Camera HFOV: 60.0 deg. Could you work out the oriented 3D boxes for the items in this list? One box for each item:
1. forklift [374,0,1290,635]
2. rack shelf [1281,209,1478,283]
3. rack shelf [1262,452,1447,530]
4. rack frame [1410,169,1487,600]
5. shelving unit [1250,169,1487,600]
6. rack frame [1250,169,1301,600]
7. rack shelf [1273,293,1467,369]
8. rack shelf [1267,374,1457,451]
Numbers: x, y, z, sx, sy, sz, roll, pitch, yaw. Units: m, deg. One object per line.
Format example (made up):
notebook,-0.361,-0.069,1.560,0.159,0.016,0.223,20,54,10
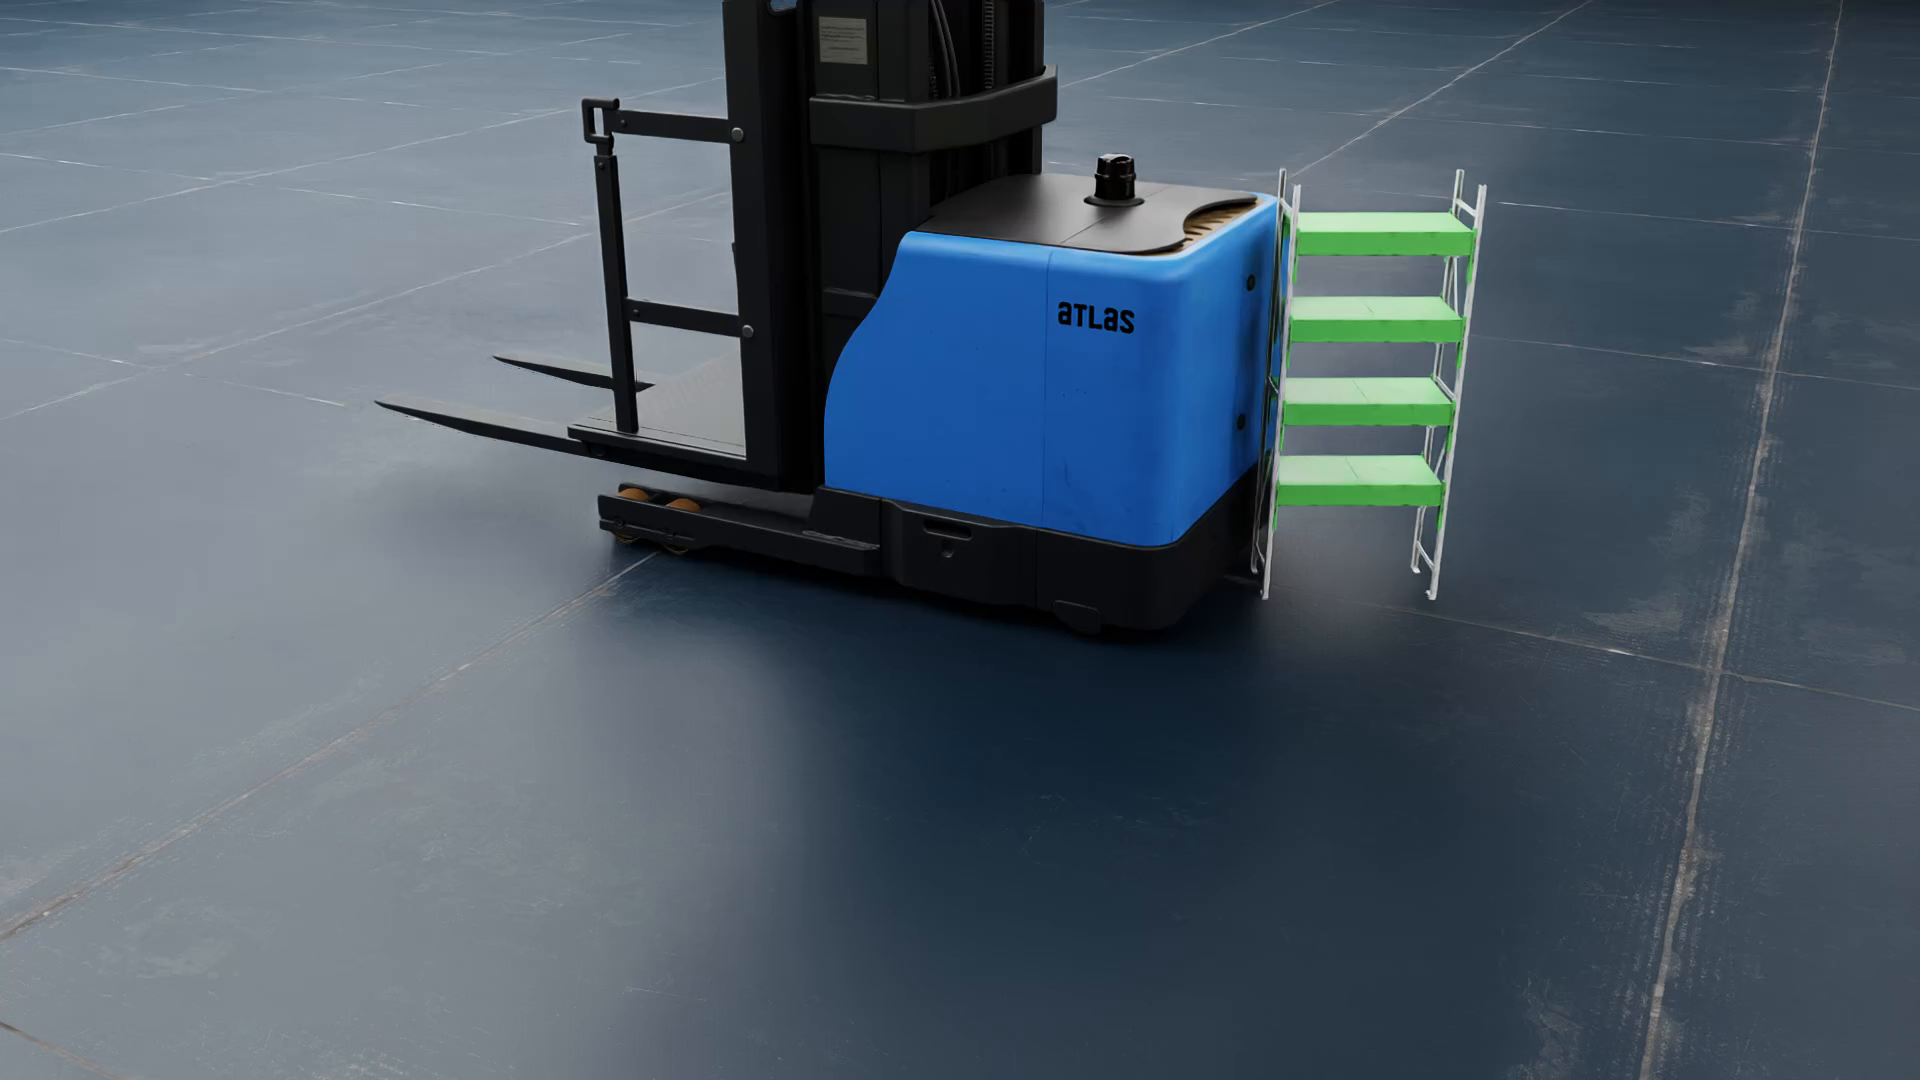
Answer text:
forklift,-0.560,-1.477,4.979,3.031,2.935,1.130,11,26,25
rack shelf,1.133,-0.807,4.550,0.480,0.148,0.258,0,23,0
rack shelf,1.133,-0.144,4.832,0.480,0.148,0.258,0,23,0
rack frame,1.377,-0.423,4.713,0.015,1.200,0.240,0,23,0
shelving unit,1.133,-0.424,4.713,0.503,1.200,0.258,0,23,0
rack frame,0.889,-0.424,4.714,0.015,1.200,0.240,0,23,0
rack shelf,1.133,-0.586,4.644,0.480,0.148,0.258,0,23,0
rack shelf,1.133,-0.365,4.738,0.480,0.148,0.258,0,23,0
